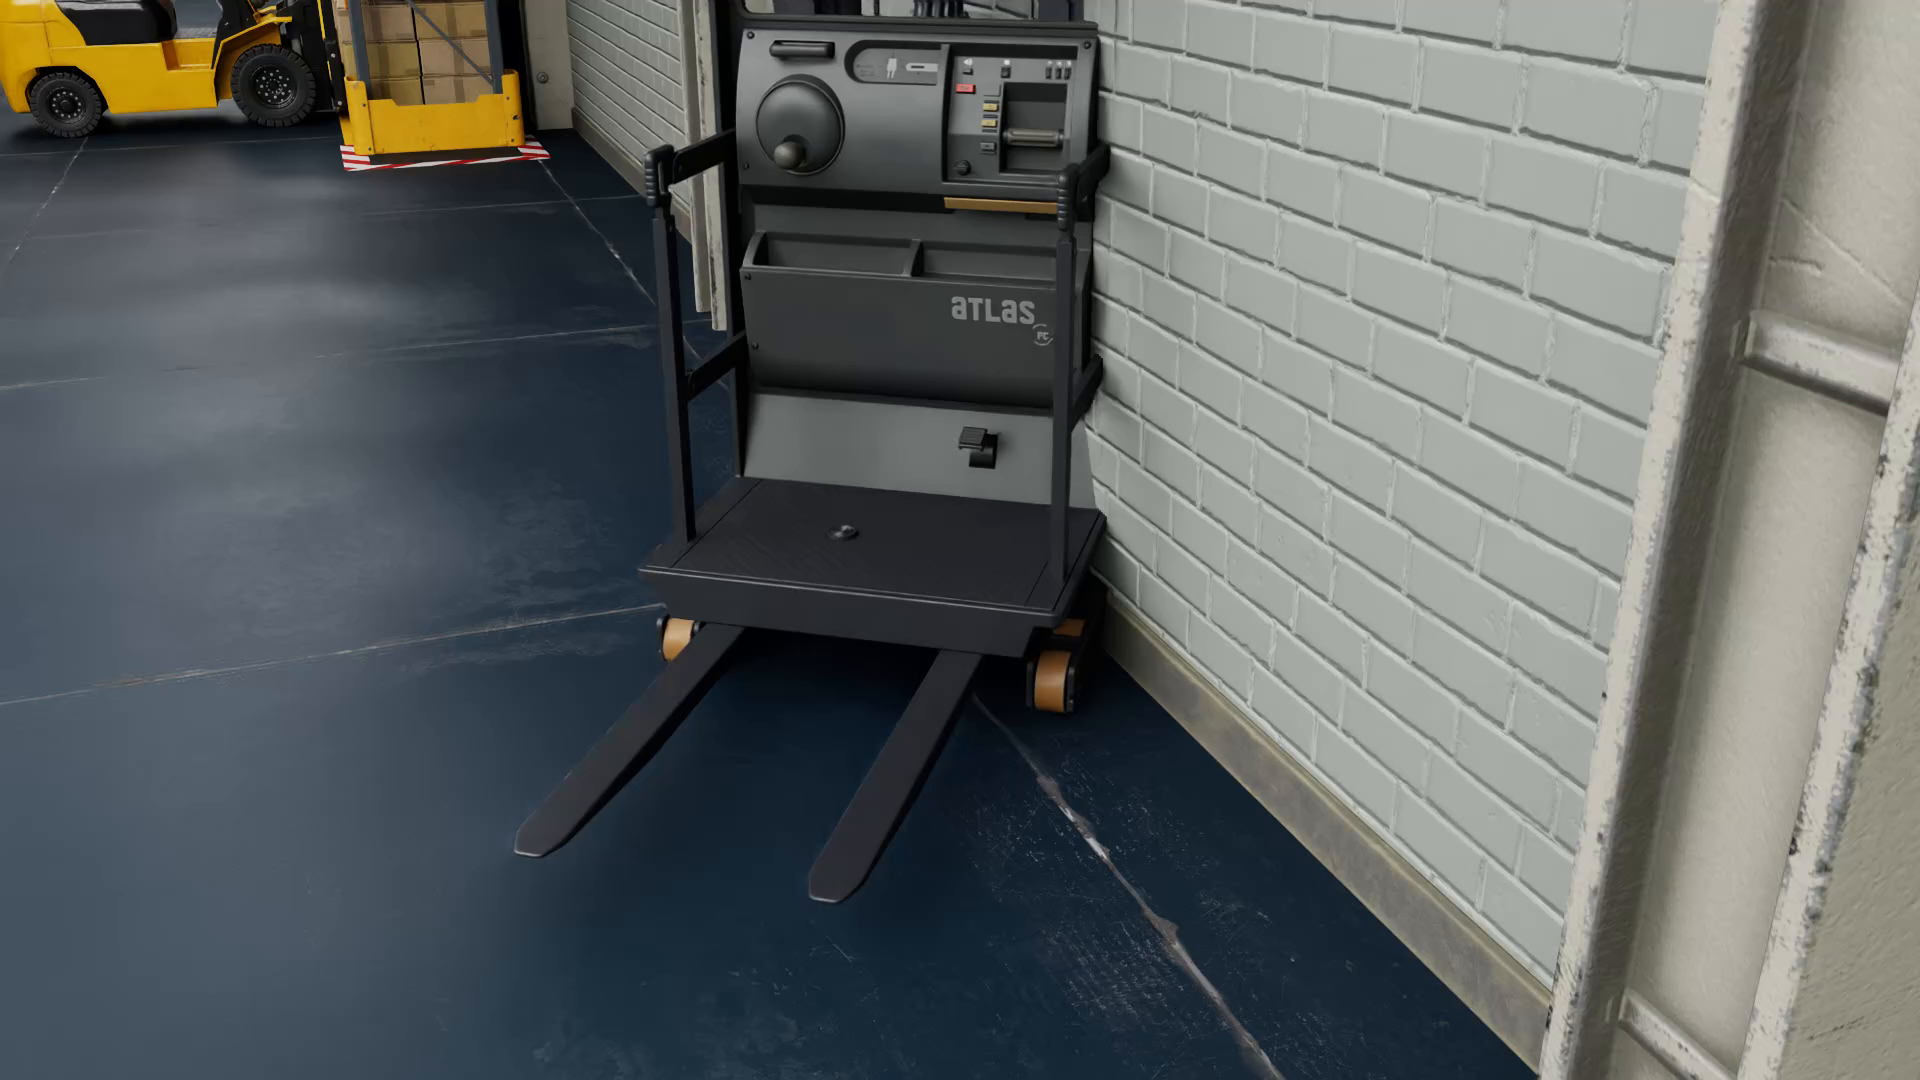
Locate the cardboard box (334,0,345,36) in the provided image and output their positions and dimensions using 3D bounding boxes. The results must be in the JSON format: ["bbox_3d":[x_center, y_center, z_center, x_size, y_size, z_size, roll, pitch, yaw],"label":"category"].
[{"bbox_3d":[-4.386,-3.918,12.395,0.500,0.250,0.500,-8,24,-18],"label":"cardboard box"}]

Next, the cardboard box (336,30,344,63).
[{"bbox_3d":[-4.580,-3.881,12.951,0.500,0.250,0.500,-9,24,-20],"label":"cardboard box"}]

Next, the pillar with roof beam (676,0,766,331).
[{"bbox_3d":[-5.057,-4.592,4.558,9.100,9.000,0.400,-8,24,-19],"label":"pillar with roof beam"}]

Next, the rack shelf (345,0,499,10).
[{"bbox_3d":[-4.453,-4.616,13.267,1.077,0.370,4.000,-8,24,-19],"label":"rack shelf"}]

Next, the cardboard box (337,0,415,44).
[{"bbox_3d":[-4.201,-3.733,11.957,0.500,0.250,0.500,-8,24,-17],"label":"cardboard box"}]

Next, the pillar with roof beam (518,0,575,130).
[{"bbox_3d":[-7.176,-6.772,9.730,9.100,9.000,0.400,-8,24,-19],"label":"pillar with roof beam"}]

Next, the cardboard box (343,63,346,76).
[{"bbox_3d":[-4.747,-3.826,13.464,0.500,0.250,0.500,-8,24,-17],"label":"cardboard box"}]

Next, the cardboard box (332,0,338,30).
[{"bbox_3d":[-4.574,-4.100,12.827,0.500,0.250,0.500,-8,24,-18],"label":"cardboard box"}]

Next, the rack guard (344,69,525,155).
[{"bbox_3d":[-3.738,-3.061,11.868,1.175,0.500,0.348,-8,24,-19],"label":"rack guard"}]

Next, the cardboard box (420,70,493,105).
[{"bbox_3d":[-3.737,-3.353,12.343,0.500,0.250,0.500,-8,24,-19],"label":"cardboard box"}]

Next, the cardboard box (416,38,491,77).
[{"bbox_3d":[-3.718,-3.577,12.232,0.500,0.250,0.500,-8,24,-18],"label":"cardboard box"}]

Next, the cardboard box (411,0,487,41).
[{"bbox_3d":[-3.739,-3.809,12.138,0.500,0.250,0.500,-9,24,-20],"label":"cardboard box"}]

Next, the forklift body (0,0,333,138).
[{"bbox_3d":[-6.123,-4.269,12.609,2.313,2.155,1.214,-8,24,-19],"label":"forklift body"}]

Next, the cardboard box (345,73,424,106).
[{"bbox_3d":[-4.208,-3.275,12.158,0.500,0.250,0.500,-8,24,-19],"label":"cardboard box"}]

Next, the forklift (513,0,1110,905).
[{"bbox_3d":[-0.171,-1.075,4.026,1.130,2.935,3.031,6,24,13],"label":"forklift"}]

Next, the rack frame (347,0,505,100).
[{"bbox_3d":[-3.746,-4.221,11.403,1.000,3.000,0.127,-8,24,-19],"label":"rack frame"}]

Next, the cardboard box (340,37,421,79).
[{"bbox_3d":[-4.211,-3.512,12.077,0.500,0.250,0.500,-9,24,-20],"label":"cardboard box"}]
